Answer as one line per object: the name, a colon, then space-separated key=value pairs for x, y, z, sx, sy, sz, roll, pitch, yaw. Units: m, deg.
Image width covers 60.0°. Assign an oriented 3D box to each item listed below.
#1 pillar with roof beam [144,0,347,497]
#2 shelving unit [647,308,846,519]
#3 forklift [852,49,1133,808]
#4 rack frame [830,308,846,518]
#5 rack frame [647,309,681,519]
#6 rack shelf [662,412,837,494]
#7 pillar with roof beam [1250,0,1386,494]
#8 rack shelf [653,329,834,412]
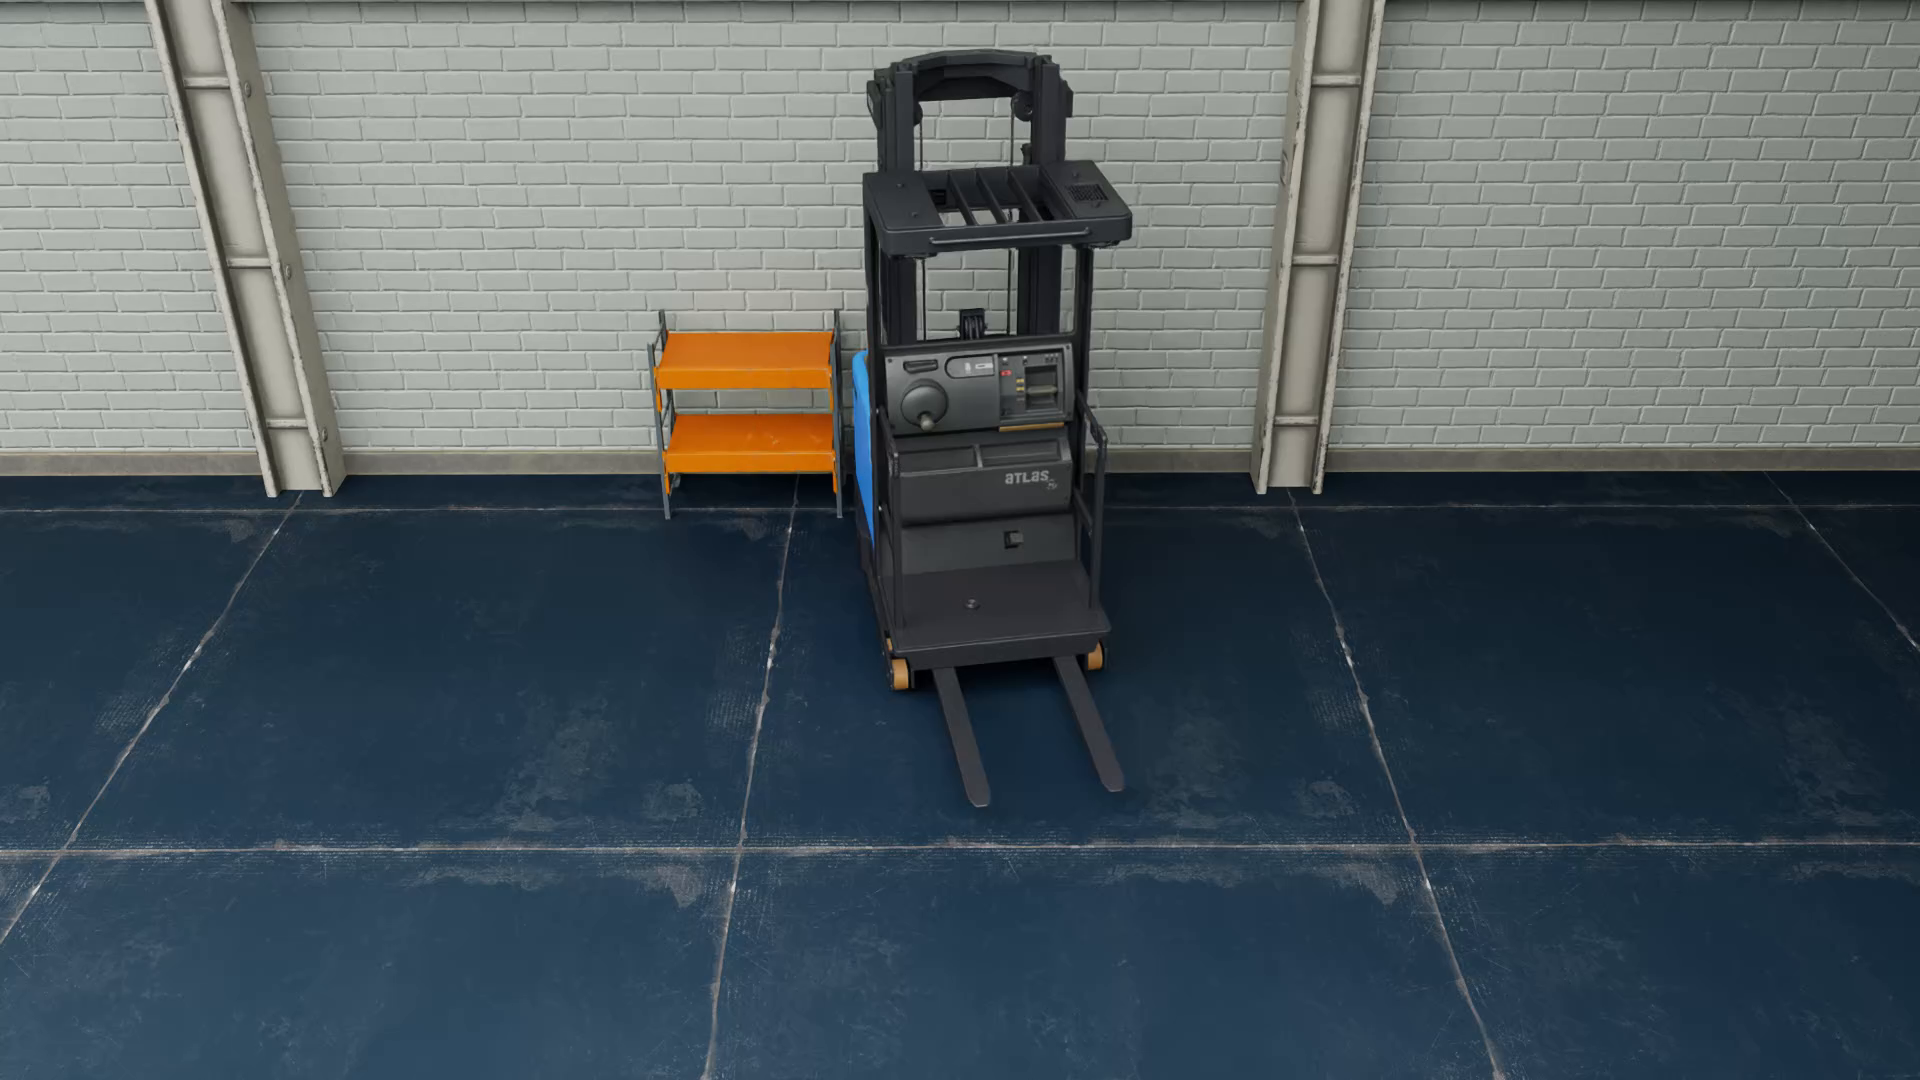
pillar with roof beam: x=-3.973 y=-1.956 z=4.188 sx=0.400 sy=9.000 sz=9.100 roll=0 pitch=31 yaw=0
shelving unit: x=-1.224 y=-0.737 z=9.769 sx=1.048 sy=1.125 sz=0.538 roll=0 pitch=31 yaw=-1
forklift: x=0.139 y=-0.696 z=7.961 sx=1.130 sy=2.935 sz=3.031 roll=-5 pitch=32 yaw=-8
rack frame: x=-0.716 y=-0.741 z=9.775 sx=0.032 sy=1.125 sz=0.500 roll=0 pitch=31 yaw=-1
rack frame: x=-1.732 y=-0.733 z=9.762 sx=0.032 sy=1.125 sz=0.500 roll=0 pitch=31 yaw=-1
rack shelf: x=-1.224 y=-0.528 z=9.896 sx=1.000 sy=0.278 sz=0.538 roll=0 pitch=31 yaw=-1
pillar with roof beam: x=2.027 y=-1.975 z=4.219 sx=0.400 sy=9.000 sz=9.100 roll=0 pitch=31 yaw=0
rack shelf: x=-1.224 y=-0.987 z=9.617 sx=1.000 sy=0.278 sz=0.538 roll=0 pitch=31 yaw=-1
